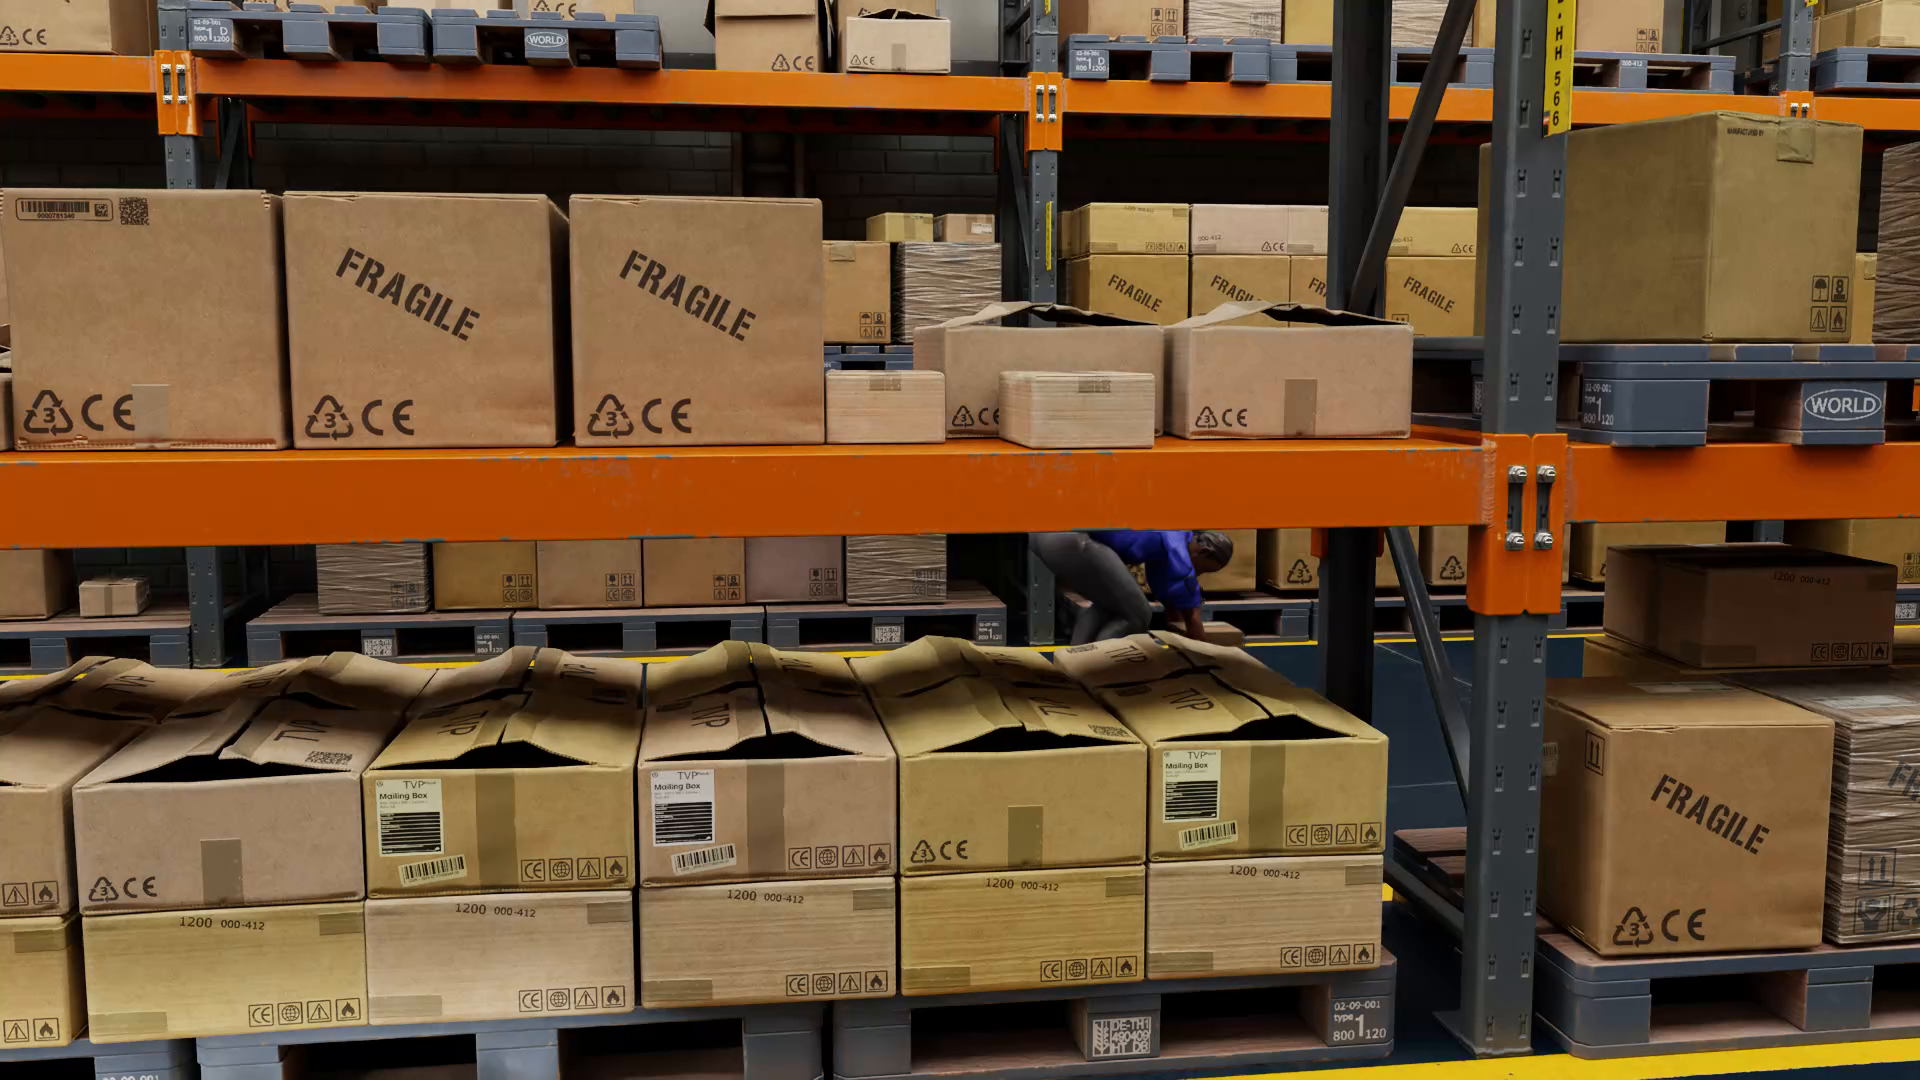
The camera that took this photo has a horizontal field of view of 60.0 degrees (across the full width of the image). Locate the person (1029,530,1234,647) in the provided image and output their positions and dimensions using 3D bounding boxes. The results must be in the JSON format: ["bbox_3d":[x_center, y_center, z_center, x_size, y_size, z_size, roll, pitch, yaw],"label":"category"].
[{"bbox_3d":[0.719,0.263,6.939,0.868,0.891,0.461,-1,7,-12],"label":"person"}]
